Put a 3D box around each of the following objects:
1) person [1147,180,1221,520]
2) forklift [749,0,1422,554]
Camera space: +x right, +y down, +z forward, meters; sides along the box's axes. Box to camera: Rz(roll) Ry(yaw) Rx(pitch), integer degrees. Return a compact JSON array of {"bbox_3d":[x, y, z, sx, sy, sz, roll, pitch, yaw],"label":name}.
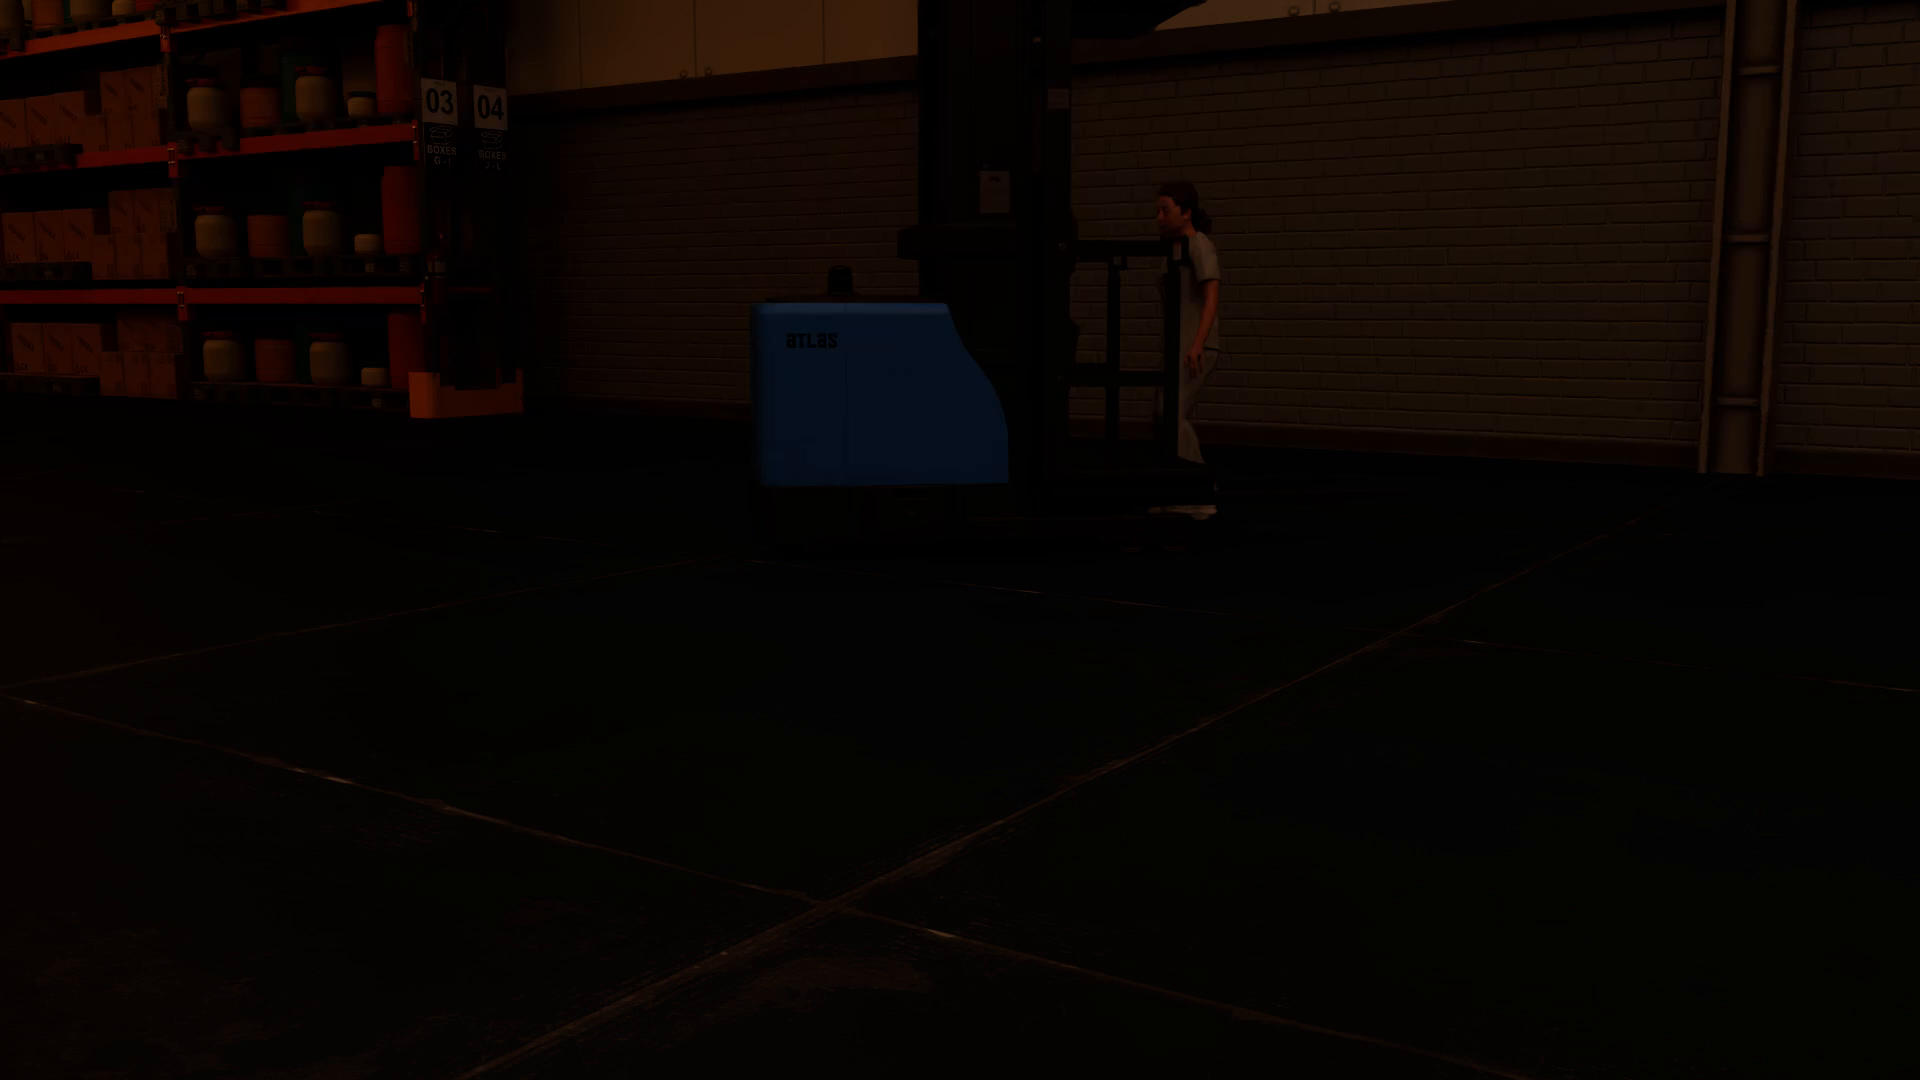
[{"bbox_3d":[1.069,-0.901,8.067,0.402,1.656,0.648,-2,8,-13],"label":"person"},{"bbox_3d":[0.570,-1.467,7.512,3.031,2.935,1.130,-1,8,-9],"label":"forklift"}]
